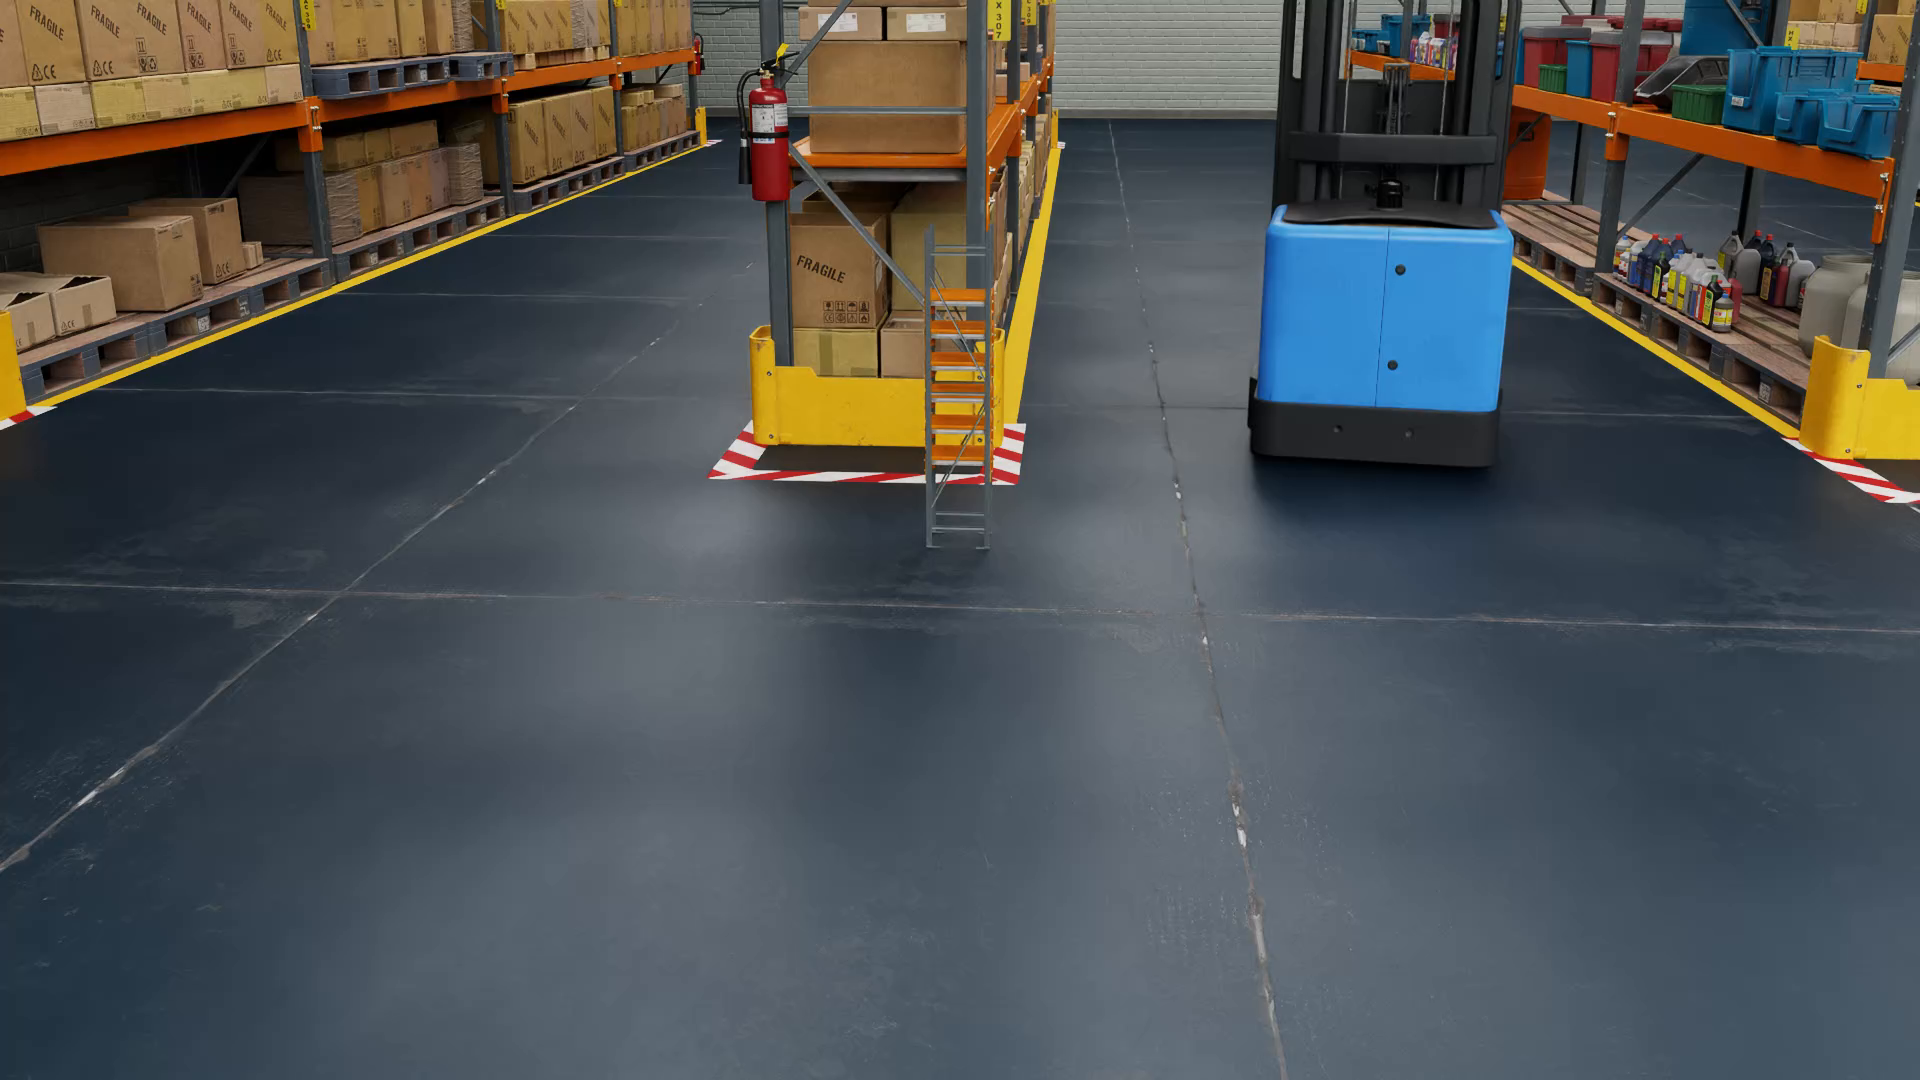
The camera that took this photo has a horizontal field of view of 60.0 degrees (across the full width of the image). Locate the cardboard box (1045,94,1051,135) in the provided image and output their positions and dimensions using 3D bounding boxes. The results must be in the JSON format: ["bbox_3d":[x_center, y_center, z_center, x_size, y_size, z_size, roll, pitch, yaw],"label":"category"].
[{"bbox_3d":[0.973,-5.737,22.424,0.500,0.500,0.500,1,18,4],"label":"cardboard box"}]

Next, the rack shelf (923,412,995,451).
[{"bbox_3d":[-0.001,-0.409,6.274,0.258,0.103,0.180,1,18,4],"label":"rack shelf"}]

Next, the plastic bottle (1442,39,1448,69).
[{"bbox_3d":[4.842,-4.828,16.527,0.061,0.283,0.133,1,18,4],"label":"plastic bottle"}]

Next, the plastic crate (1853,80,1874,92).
[{"bbox_3d":[5.038,-2.632,9.876,0.499,0.251,0.616,1,18,4],"label":"plastic crate"}]

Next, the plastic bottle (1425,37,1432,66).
[{"bbox_3d":[4.905,-5.101,17.360,0.061,0.283,0.133,1,18,4],"label":"plastic bottle"}]

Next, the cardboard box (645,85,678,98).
[{"bbox_3d":[-3.970,-5.977,22.145,0.380,0.149,0.250,2,18,5],"label":"cardboard box"}]

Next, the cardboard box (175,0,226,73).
[{"bbox_3d":[-4.837,-3.103,10.079,0.500,0.500,0.500,1,18,2],"label":"cardboard box"}]

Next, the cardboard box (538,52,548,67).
[{"bbox_3d":[-4.429,-4.903,16.940,0.380,0.149,0.250,2,18,5],"label":"cardboard box"}]

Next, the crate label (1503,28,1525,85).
[{"bbox_3d":[4.792,-4.009,13.782,0.502,0.435,0.616,1,18,4],"label":"crate label"}]

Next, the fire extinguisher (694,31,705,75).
[{"bbox_3d":[-3.704,-6.823,23.151,0.296,0.674,0.183,1,18,4],"label":"fire extinguisher"}]

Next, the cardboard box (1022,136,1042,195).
[{"bbox_3d":[0.511,-3.562,15.785,0.500,0.500,0.500,2,18,6],"label":"cardboard box"}]

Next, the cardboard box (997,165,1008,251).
[{"bbox_3d":[0.044,-2.109,10.579,0.500,0.500,0.500,1,18,4],"label":"cardboard box"}]

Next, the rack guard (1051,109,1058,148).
[{"bbox_3d":[0.761,-5.679,22.952,1.175,0.500,0.348,1,18,4],"label":"rack guard"}]

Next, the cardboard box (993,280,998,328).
[{"bbox_3d":[-0.052,-1.287,9.273,0.500,0.250,0.500,1,18,4],"label":"cardboard box"}]

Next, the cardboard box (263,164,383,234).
[{"bbox_3d":[-5.012,-2.685,13.108,0.700,0.500,0.500,1,18,3],"label":"cardboard box"}]

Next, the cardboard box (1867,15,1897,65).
[{"bbox_3d":[10.078,-5.336,17.731,0.500,0.500,0.500,1,18,4],"label":"cardboard box"}]

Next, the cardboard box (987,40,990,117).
[{"bbox_3d":[-0.191,-2.754,9.849,0.700,0.500,0.500,2,18,5],"label":"cardboard box"}]

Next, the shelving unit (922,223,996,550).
[{"bbox_3d":[-0.001,-0.566,6.222,0.258,1.200,0.189,1,18,4],"label":"shelving unit"}]

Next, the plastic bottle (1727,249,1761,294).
[{"bbox_3d":[4.925,-1.696,10.450,0.152,0.276,0.135,1,18,4],"label":"plastic bottle"}]

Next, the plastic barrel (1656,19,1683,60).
[{"bbox_3d":[5.134,-3.409,11.791,0.433,0.535,0.433,0,18,0],"label":"plastic barrel"}]

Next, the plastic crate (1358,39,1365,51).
[{"bbox_3d":[5.207,-6.304,21.173,0.250,0.136,0.298,1,18,4],"label":"plastic crate"}]

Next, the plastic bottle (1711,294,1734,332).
[{"bbox_3d":[4.254,-1.269,9.266,0.097,0.201,0.097,0,18,0],"label":"plastic bottle"}]

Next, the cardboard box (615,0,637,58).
[{"bbox_3d":[-4.406,-6.068,19.644,0.980,0.700,0.700,2,18,5],"label":"cardboard box"}]

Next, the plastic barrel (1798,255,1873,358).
[{"bbox_3d":[4.567,-1.189,8.555,0.421,0.512,0.421,0,18,0],"label":"plastic barrel"}]

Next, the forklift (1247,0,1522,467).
[{"bbox_3d":[2.127,-2.125,8.201,1.130,2.935,3.031,4,19,12],"label":"forklift"}]

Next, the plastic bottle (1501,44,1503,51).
[{"bbox_3d":[5.440,-4.840,16.455,0.144,0.351,0.185,1,18,4],"label":"plastic bottle"}]

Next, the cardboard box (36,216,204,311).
[{"bbox_3d":[-5.039,-1.669,10.006,0.700,0.500,0.500,0,18,0],"label":"cardboard box"}]

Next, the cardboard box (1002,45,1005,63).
[{"bbox_3d":[0.123,-4.252,14.724,0.500,0.311,0.500,2,18,7],"label":"cardboard box"}]

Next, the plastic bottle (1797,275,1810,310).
[{"bbox_3d":[5.054,-1.477,9.901,0.097,0.201,0.097,0,18,0],"label":"plastic bottle"}]

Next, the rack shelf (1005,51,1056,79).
[{"bbox_3d":[0.623,-5.928,20.851,1.077,0.370,4.000,1,18,4],"label":"rack shelf"}]

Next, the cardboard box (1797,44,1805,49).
[{"bbox_3d":[10.147,-5.808,19.734,0.380,0.149,0.250,1,18,3],"label":"cardboard box"}]

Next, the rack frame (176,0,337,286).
[{"bbox_3d":[-5.035,-3.273,11.595,1.000,3.000,0.127,1,18,4],"label":"rack frame"}]

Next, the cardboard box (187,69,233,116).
[{"bbox_3d":[-4.831,-2.746,10.196,0.500,0.250,0.500,1,18,4],"label":"cardboard box"}]

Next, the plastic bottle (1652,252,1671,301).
[{"bbox_3d":[4.308,-1.620,10.205,0.061,0.283,0.133,2,18,6],"label":"plastic bottle"}]

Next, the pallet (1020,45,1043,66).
[{"bbox_3d":[0.328,-4.919,16.926,1.003,0.211,1.213,1,18,4],"label":"pallet"}]

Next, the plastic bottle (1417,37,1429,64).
[{"bbox_3d":[4.981,-5.229,17.762,0.152,0.276,0.135,1,18,4],"label":"plastic bottle"}]

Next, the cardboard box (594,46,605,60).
[{"bbox_3d":[-4.198,-5.458,18.633,0.380,0.149,0.250,2,18,5],"label":"cardboard box"}]

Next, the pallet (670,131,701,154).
[{"bbox_3d":[-4.154,-5.425,22.640,1.003,0.211,1.213,1,18,4],"label":"pallet"}]

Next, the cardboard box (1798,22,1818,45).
[{"bbox_3d":[10.201,-5.958,19.553,0.500,0.250,0.500,2,18,5],"label":"cardboard box"}]

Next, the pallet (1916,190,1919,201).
[{"bbox_3d":[10.295,-3.480,16.703,1.003,0.211,1.213,1,18,4],"label":"pallet"}]

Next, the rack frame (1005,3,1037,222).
[{"bbox_3d":[0.193,-4.406,15.052,1.000,3.000,0.127,1,18,4],"label":"rack frame"}]

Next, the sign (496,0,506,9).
[{"bbox_3d":[-4.206,-5.019,15.190,0.100,0.325,0.005,1,18,4],"label":"sign"}]

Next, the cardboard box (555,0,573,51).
[{"bbox_3d":[-4.345,-5.337,17.224,0.500,0.500,0.500,2,18,5],"label":"cardboard box"}]

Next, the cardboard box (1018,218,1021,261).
[{"bbox_3d":[0.182,-2.176,11.989,0.500,0.250,0.500,1,18,3],"label":"cardboard box"}]

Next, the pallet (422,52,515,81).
[{"bbox_3d":[-4.693,-4.201,14.733,1.213,0.211,1.003,1,18,4],"label":"pallet"}]

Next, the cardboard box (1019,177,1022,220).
[{"bbox_3d":[0.184,-2.446,11.911,0.500,0.311,0.500,1,18,4],"label":"cardboard box"}]

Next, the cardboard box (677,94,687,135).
[{"bbox_3d":[-4.125,-5.792,22.622,0.700,0.500,0.500,1,18,4],"label":"cardboard box"}]

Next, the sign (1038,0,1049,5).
[{"bbox_3d":[0.747,-4.945,14.837,0.100,0.325,0.005,1,18,4],"label":"sign"}]

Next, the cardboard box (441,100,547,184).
[{"bbox_3d":[-4.565,-3.919,16.344,0.750,0.750,0.750,1,18,3],"label":"cardboard box"}]

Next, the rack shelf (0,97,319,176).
[{"bbox_3d":[-5.178,-2.310,9.811,1.077,0.370,4.000,1,18,4],"label":"rack shelf"}]
